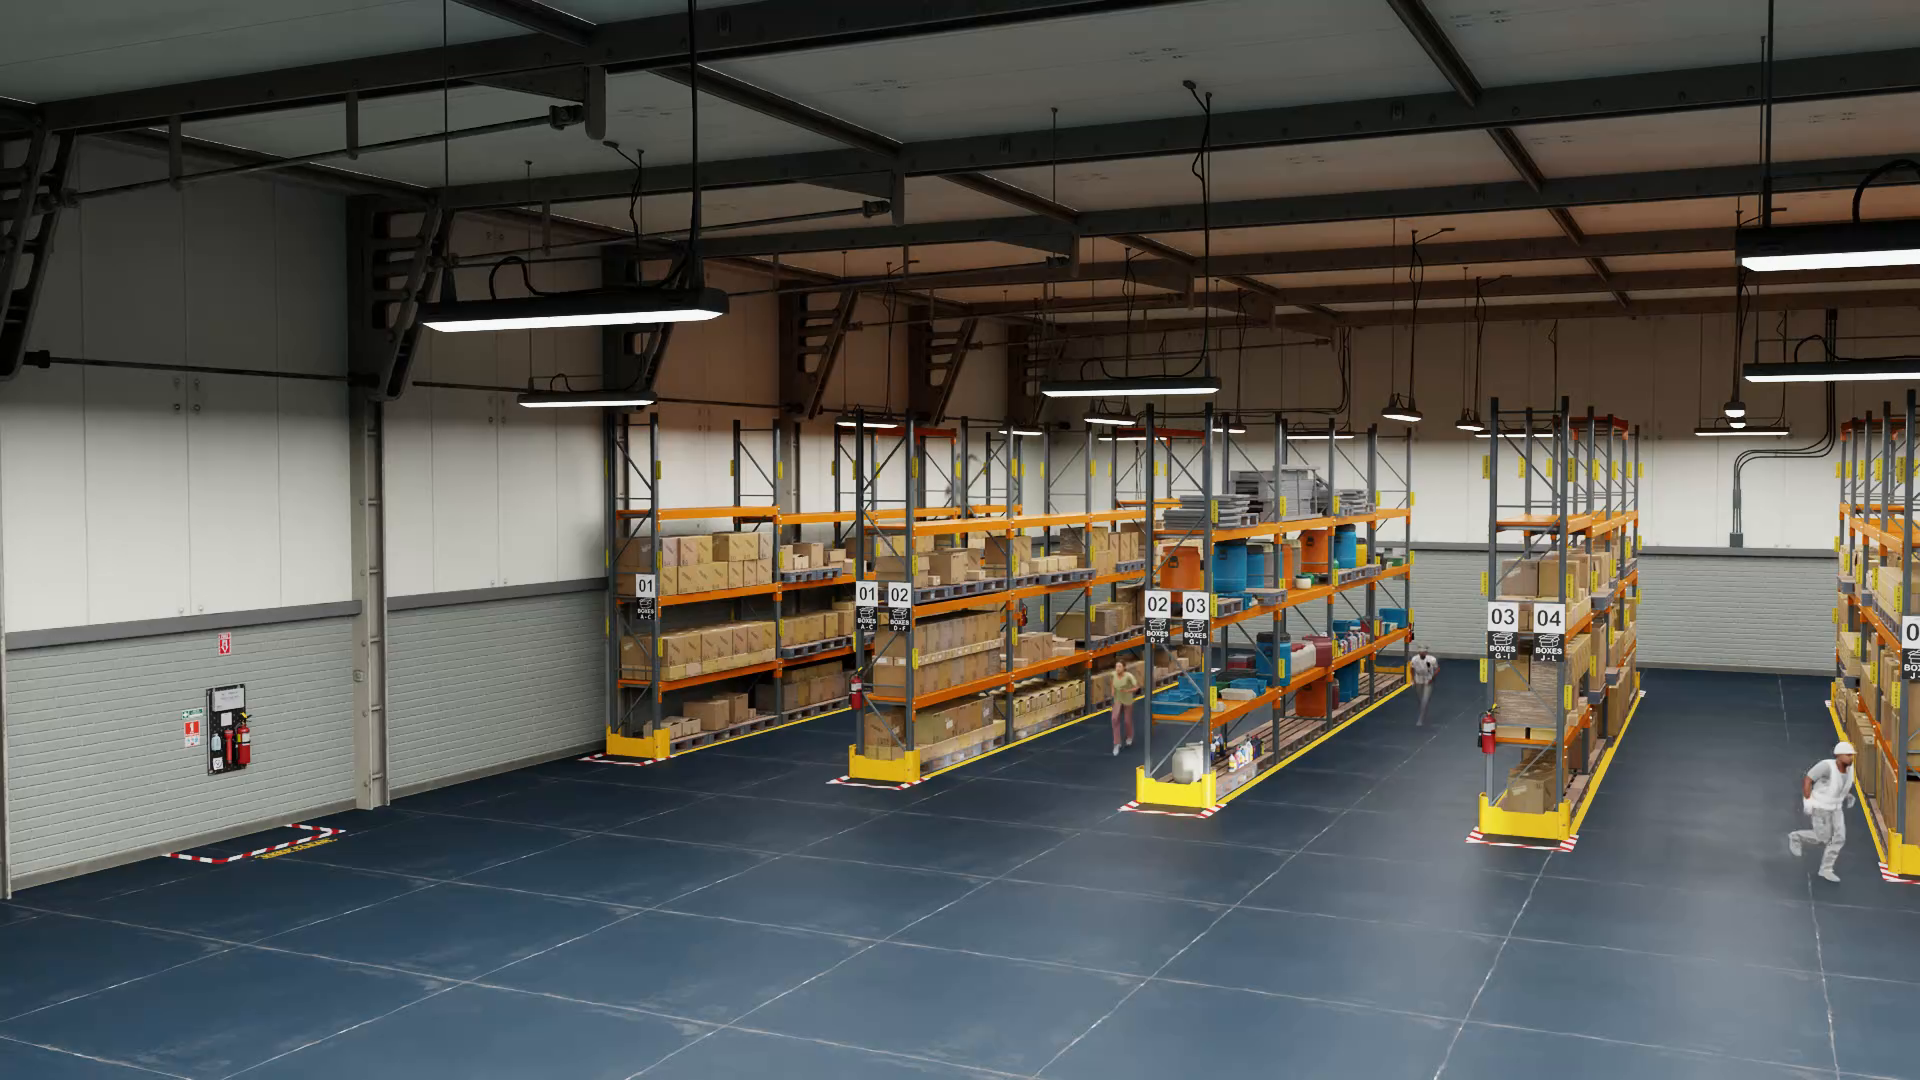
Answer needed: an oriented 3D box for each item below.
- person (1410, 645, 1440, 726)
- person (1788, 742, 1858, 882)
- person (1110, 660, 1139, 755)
[{"bbox_3d":[9.183,2.846,32.820,0.575,1.629,0.863,1,3,21],"label":"person"},{"bbox_3d":[10.648,3.304,20.514,0.681,1.715,0.882,-1,3,-27],"label":"person"},{"bbox_3d":[2.937,2.940,29.621,0.578,1.674,1.002,1,3,20],"label":"person"}]
